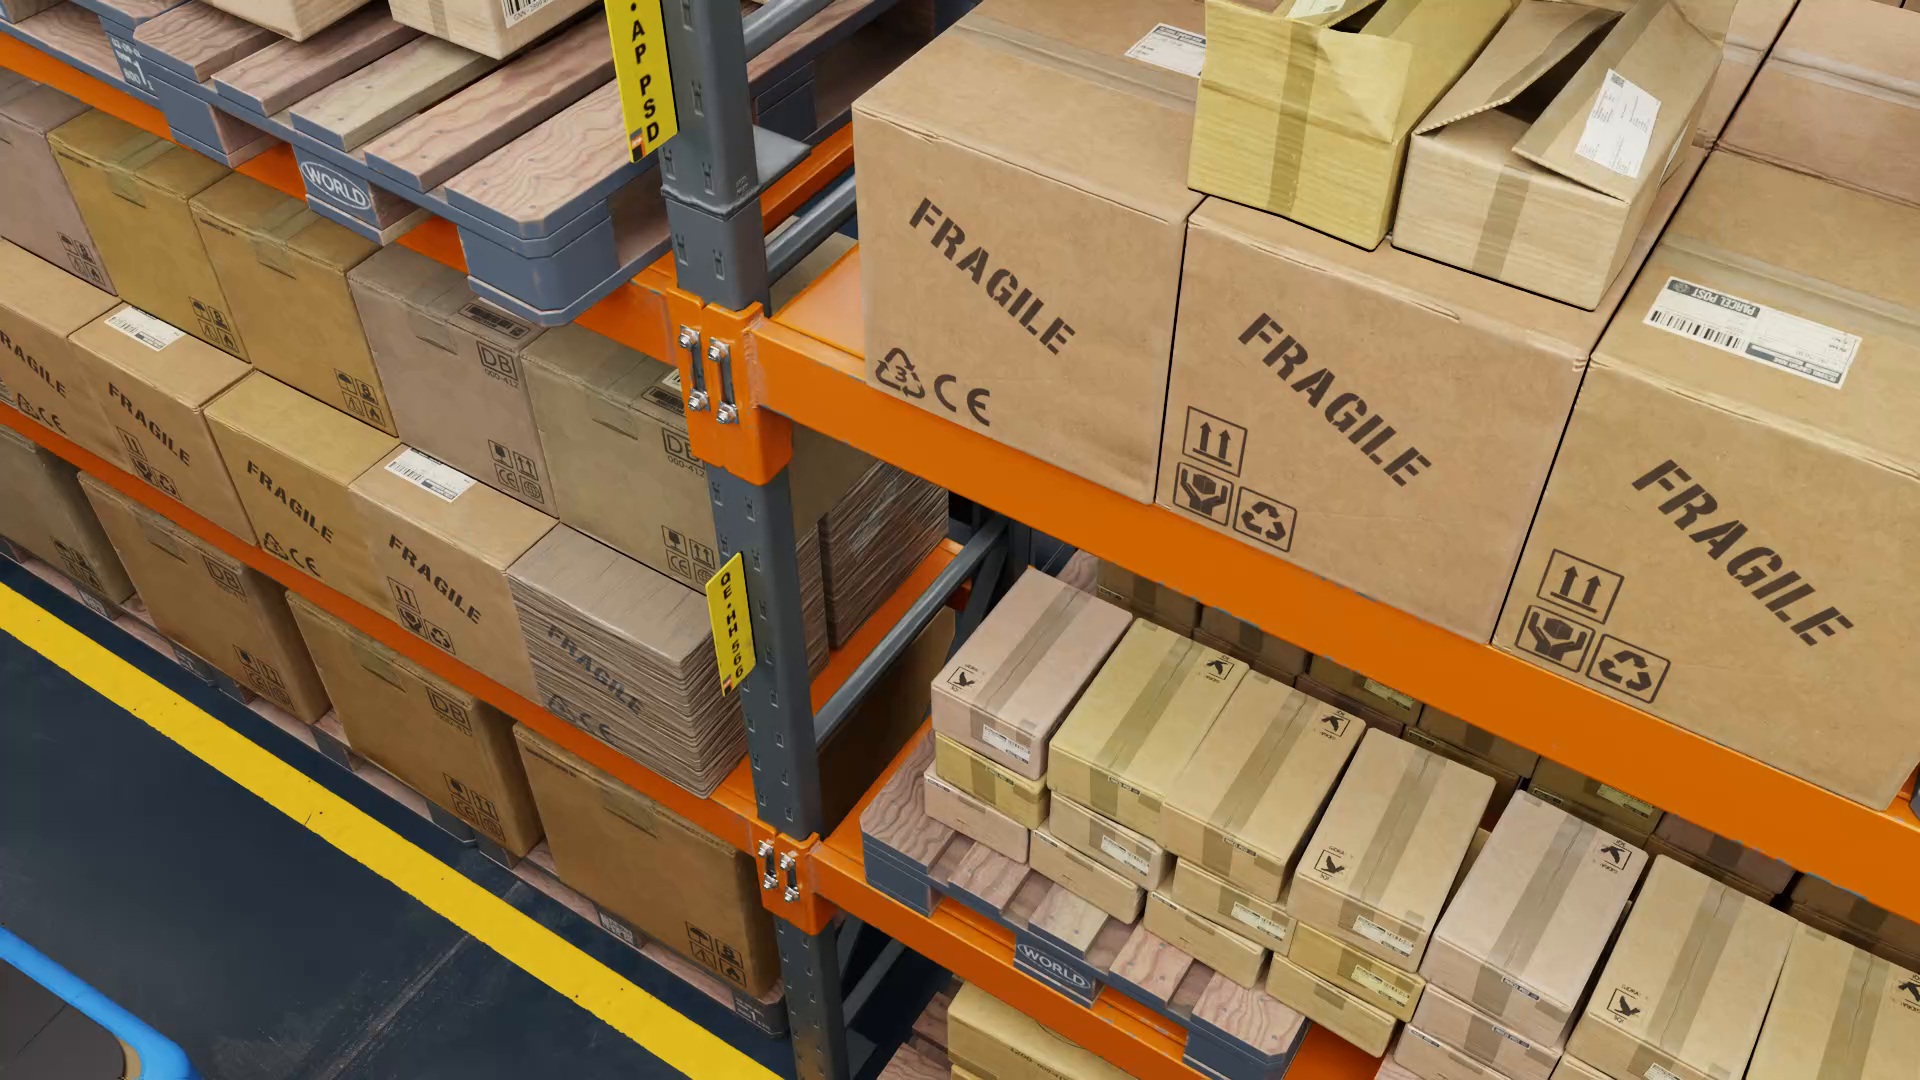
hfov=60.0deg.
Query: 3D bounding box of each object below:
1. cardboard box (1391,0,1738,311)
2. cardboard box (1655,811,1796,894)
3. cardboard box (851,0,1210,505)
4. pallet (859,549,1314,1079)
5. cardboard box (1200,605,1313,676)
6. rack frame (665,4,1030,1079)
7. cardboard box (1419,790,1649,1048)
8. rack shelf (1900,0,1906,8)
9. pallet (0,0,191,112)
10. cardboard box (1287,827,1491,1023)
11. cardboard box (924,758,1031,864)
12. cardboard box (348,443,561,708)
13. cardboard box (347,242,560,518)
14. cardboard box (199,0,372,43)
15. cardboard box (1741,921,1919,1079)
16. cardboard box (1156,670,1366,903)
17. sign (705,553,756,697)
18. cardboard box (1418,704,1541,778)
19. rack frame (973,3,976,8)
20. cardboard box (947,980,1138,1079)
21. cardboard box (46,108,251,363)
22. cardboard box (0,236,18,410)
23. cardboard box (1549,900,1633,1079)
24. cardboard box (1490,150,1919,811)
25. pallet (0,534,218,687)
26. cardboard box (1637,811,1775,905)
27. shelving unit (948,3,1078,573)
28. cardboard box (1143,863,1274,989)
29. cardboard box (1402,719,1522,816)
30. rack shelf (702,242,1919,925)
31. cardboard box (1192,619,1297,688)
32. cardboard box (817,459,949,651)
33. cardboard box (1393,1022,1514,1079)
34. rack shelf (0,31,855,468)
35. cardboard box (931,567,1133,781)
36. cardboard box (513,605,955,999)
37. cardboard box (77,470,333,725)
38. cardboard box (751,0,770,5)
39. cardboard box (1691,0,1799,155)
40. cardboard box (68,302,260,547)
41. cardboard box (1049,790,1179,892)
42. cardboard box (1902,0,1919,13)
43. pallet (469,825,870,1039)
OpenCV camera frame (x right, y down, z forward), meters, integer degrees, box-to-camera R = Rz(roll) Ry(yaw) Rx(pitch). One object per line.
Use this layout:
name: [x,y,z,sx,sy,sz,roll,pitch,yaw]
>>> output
cardboard box: [0.721,-0.516,1.965,0.258,0.266,0.396,25,51,22]
cardboard box: [1.608,0.485,3.362,0.250,0.149,0.380,26,51,23]
cardboard box: [0.196,-0.465,2.449,0.500,0.500,0.500,25,51,22]
pallet: [0.517,0.512,3.795,1.003,0.211,1.213,25,51,22]
cardboard box: [0.747,0.090,3.746,0.250,0.149,0.380,27,51,23]
rack frame: [-0.141,0.233,3.932,0.127,3.000,1.000,25,51,22]
cardboard box: [1.027,0.670,2.975,0.250,0.149,0.380,27,52,24]
rack shelf: [4.306,-1.697,6.309,4.000,0.370,1.077,25,51,22]
pallet: [-1.654,-1.395,3.554,1.213,0.211,1.003,27,52,24]
cardboard box: [0.826,0.682,3.171,0.250,0.149,0.380,25,51,22]
cardboard box: [0.127,0.470,3.584,0.250,0.149,0.380,24,50,22]
cardboard box: [-1.084,-0.008,4.096,0.500,0.500,0.500,25,51,22]
cardboard box: [-0.940,-0.525,3.901,0.500,0.500,0.700,24,50,22]
cardboard box: [-1.183,-1.186,2.919,0.500,0.311,0.500,25,51,22]
cardboard box: [1.459,0.870,2.781,0.250,0.149,0.380,24,50,22]
cardboard box: [0.575,0.463,3.176,0.250,0.149,0.380,24,51,22]
sign: [-0.438,0.166,3.190,0.005,0.325,0.100,25,51,22]
cardboard box: [1.180,0.287,3.554,0.250,0.149,0.380,25,51,22]
rack frame: [-0.066,-0.762,5.526,0.015,2.100,0.400,25,51,22]
cardboard box: [0.309,1.110,4.007,0.500,0.250,0.500,23,50,20]
cardboard box: [-1.803,-0.920,4.285,0.500,0.500,0.700,24,51,22]
cardboard box: [-2.785,-0.789,4.856,0.500,0.500,0.500,25,51,22]
cardboard box: [1.242,0.877,2.981,0.250,0.149,0.380,24,51,22]
cardboard box: [1.045,-0.085,2.080,0.500,0.500,0.500,25,51,22]
pallet: [-2.818,-0.090,6.191,1.213,0.211,1.003,25,51,22]
cardboard box: [1.599,0.588,3.470,0.250,0.149,0.380,26,51,23]
shelving unit: [0.139,-0.668,5.435,0.503,2.100,0.431,25,51,22]
cardboard box: [0.580,0.678,3.382,0.250,0.149,0.380,27,52,24]
cardboard box: [1.155,0.383,3.668,0.250,0.149,0.380,24,50,22]
rack shelf: [1.543,0.213,2.361,4.000,0.370,1.077,25,51,22]
cardboard box: [0.731,0.185,3.861,0.250,0.149,0.380,25,51,22]
cardboard box: [-0.373,-0.138,4.223,0.500,0.500,0.500,25,51,23]
cardboard box: [1.033,0.883,3.183,0.250,0.149,0.380,26,51,23]
rack shelf: [-1.824,-1.336,3.866,4.000,0.370,1.077,25,51,22]
cardboard box: [0.147,0.265,3.369,0.250,0.149,0.380,25,51,22]
cardboard box: [-0.605,0.581,4.870,0.750,0.750,1.050,24,50,22]
cardboard box: [-2.127,-0.116,5.547,0.750,0.750,1.050,25,51,22]
cardboard box: [-0.335,-1.132,2.979,0.250,0.149,0.380,23,50,21]
cardboard box: [0.905,-0.593,2.574,0.500,0.500,0.500,25,51,22]
cardboard box: [-1.938,-0.397,4.475,0.500,0.500,0.500,25,51,23]
cardboard box: [0.387,0.483,3.364,0.250,0.149,0.380,27,52,24]
cardboard box: [3.753,-2.010,6.042,0.500,0.500,0.500,24,50,21]
pallet: [-0.764,0.854,5.273,1.213,0.211,1.003,25,51,22]
